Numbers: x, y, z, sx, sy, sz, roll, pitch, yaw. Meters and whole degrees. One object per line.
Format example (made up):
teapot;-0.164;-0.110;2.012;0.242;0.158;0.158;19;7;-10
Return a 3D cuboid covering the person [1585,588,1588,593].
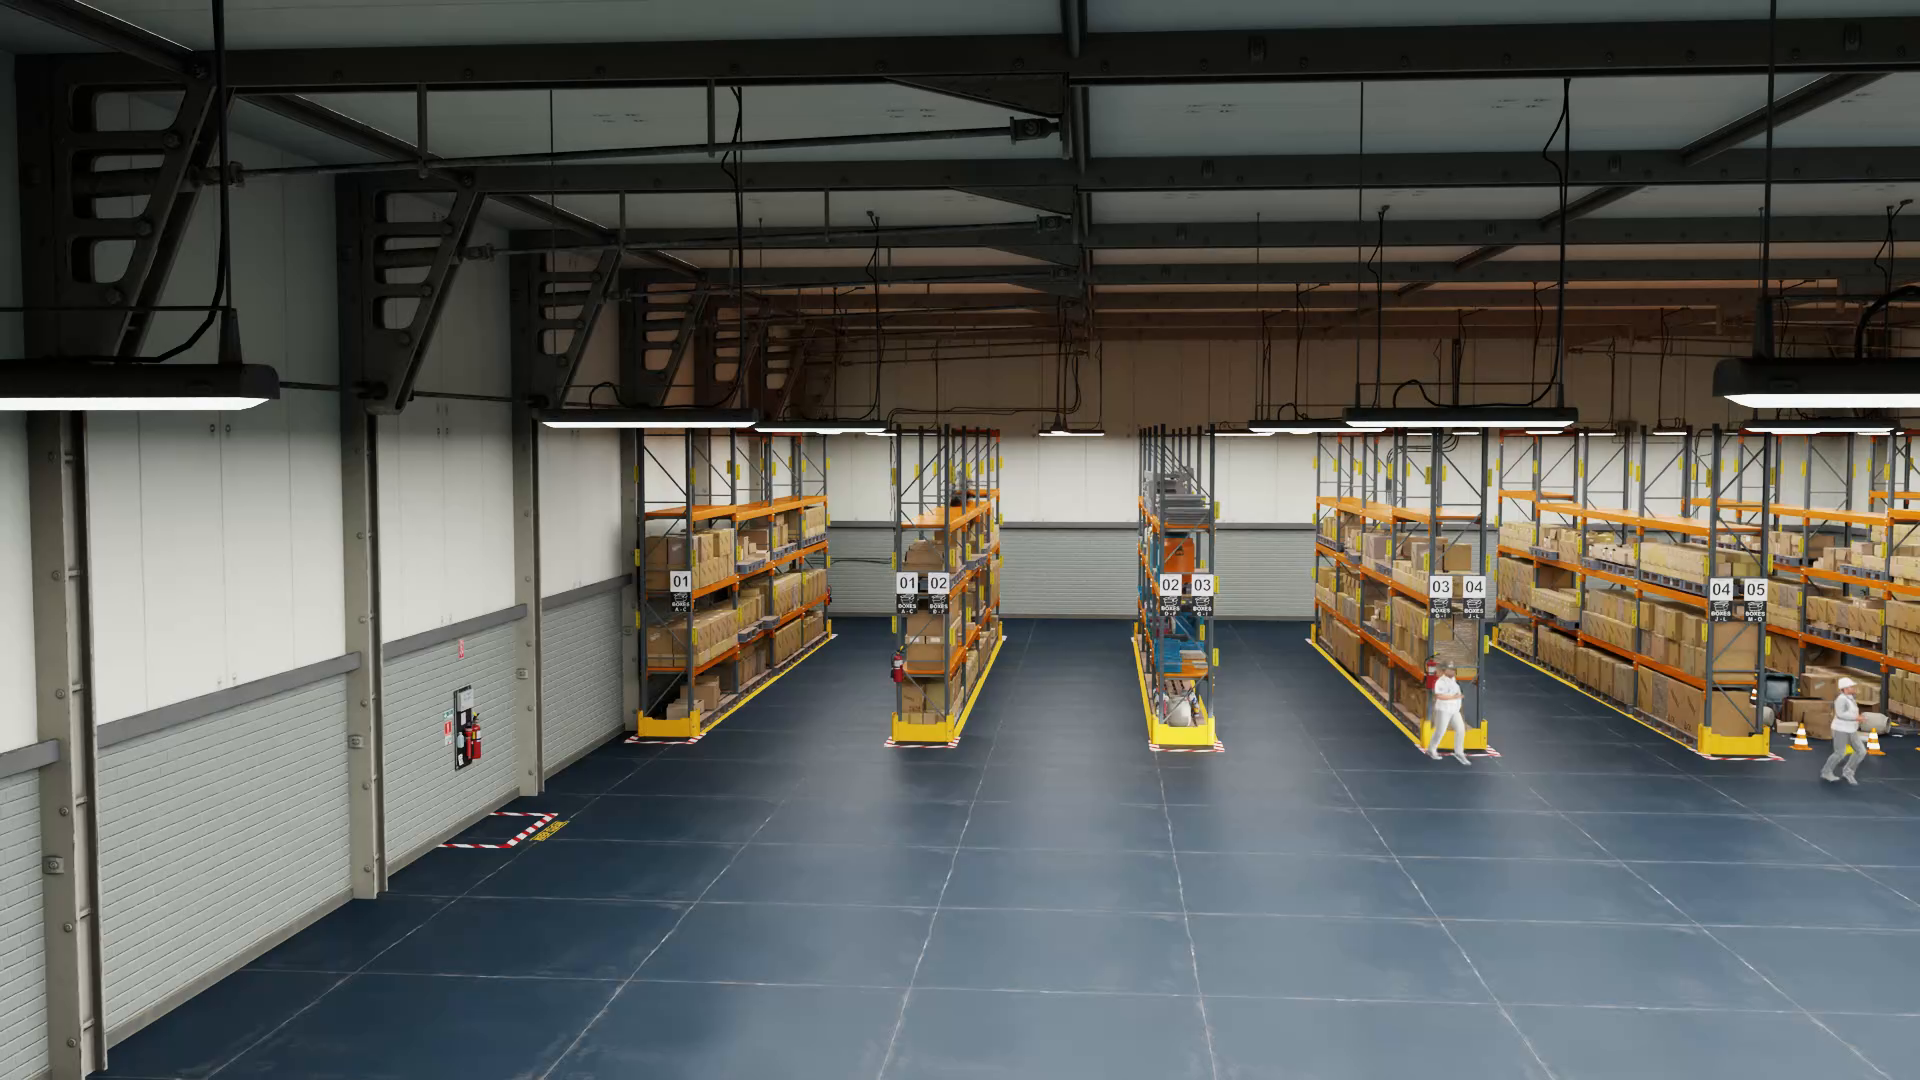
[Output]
person;16.925;2.135;45.158;0.659;1.674;0.622;0;3;-7

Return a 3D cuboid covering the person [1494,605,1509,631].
person;15.525;2.049;47.558;0.497;1.604;0.636;2;4;33

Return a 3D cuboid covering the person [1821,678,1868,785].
person;14.643;3.178;27.501;0.606;1.810;0.735;-3;4;-39

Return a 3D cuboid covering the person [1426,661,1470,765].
person;8.614;3.040;29.377;0.673;1.838;0.759;-3;4;-37
